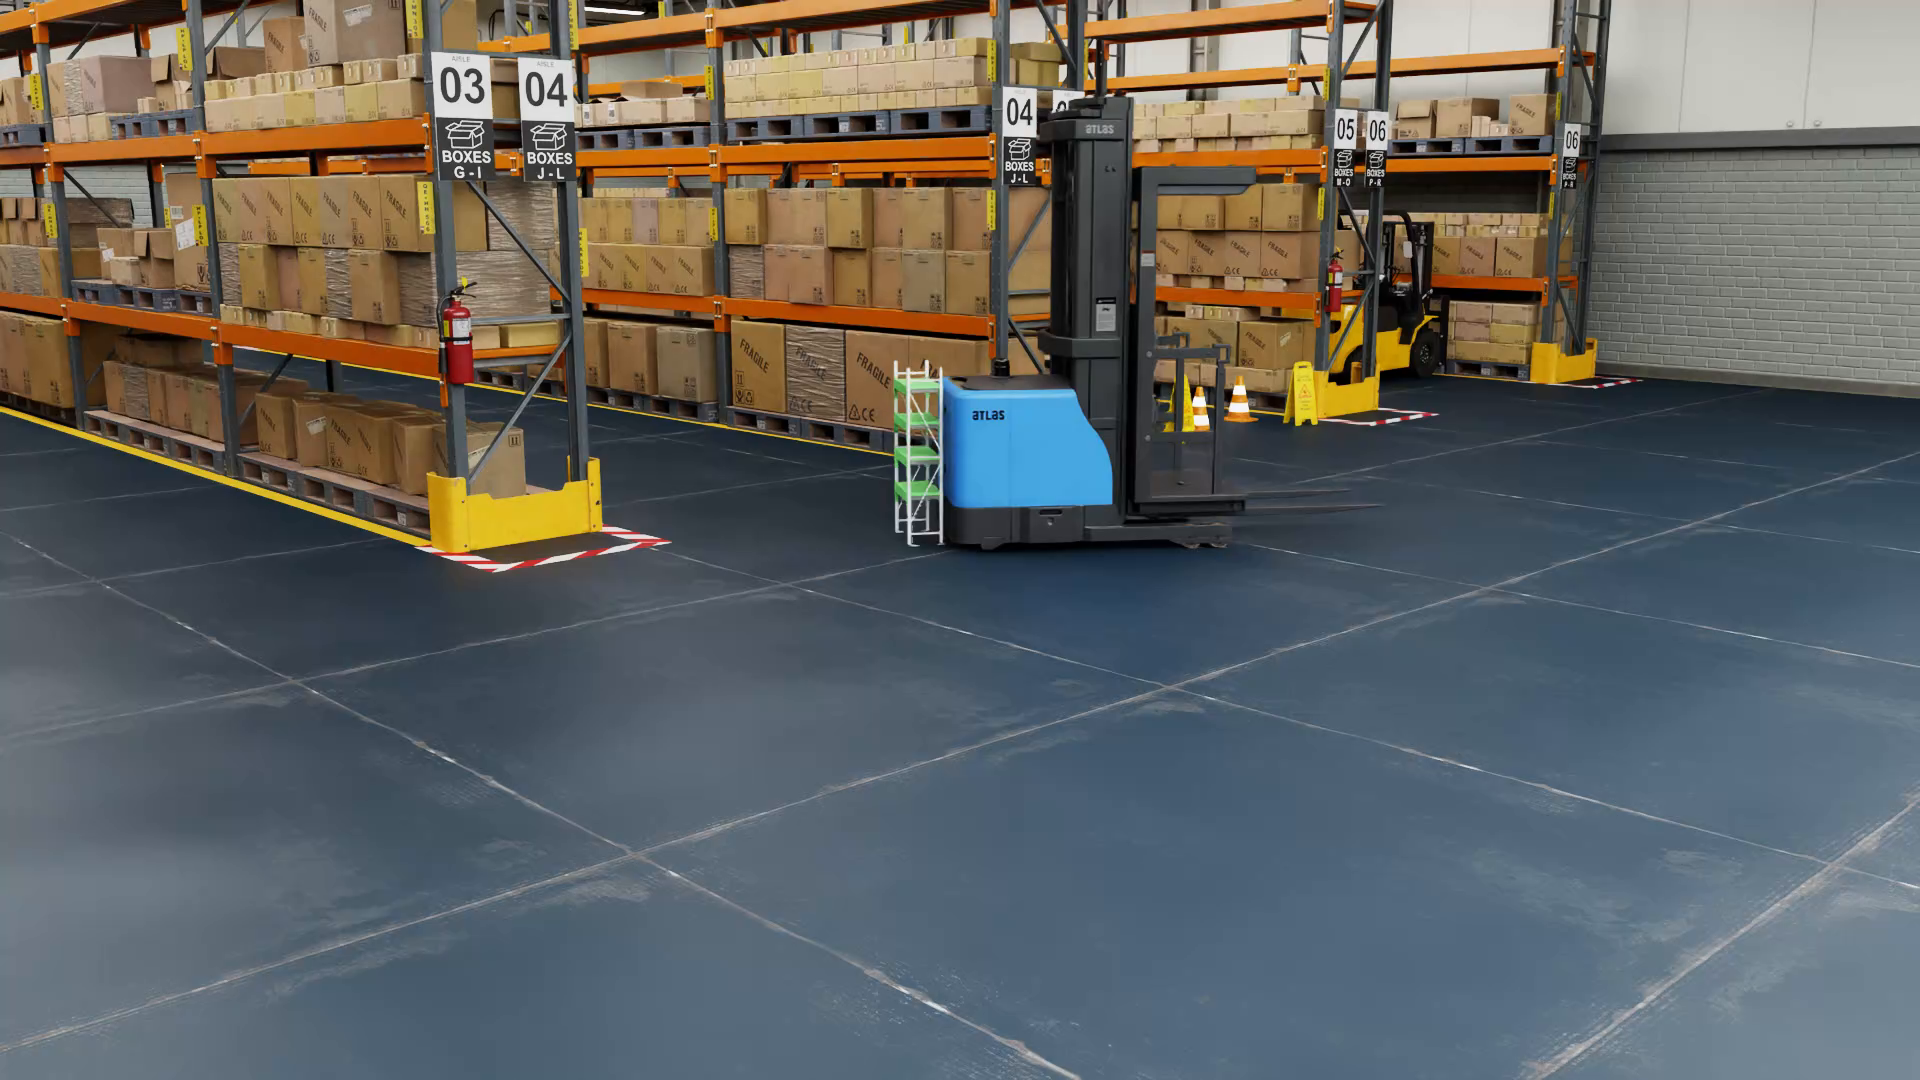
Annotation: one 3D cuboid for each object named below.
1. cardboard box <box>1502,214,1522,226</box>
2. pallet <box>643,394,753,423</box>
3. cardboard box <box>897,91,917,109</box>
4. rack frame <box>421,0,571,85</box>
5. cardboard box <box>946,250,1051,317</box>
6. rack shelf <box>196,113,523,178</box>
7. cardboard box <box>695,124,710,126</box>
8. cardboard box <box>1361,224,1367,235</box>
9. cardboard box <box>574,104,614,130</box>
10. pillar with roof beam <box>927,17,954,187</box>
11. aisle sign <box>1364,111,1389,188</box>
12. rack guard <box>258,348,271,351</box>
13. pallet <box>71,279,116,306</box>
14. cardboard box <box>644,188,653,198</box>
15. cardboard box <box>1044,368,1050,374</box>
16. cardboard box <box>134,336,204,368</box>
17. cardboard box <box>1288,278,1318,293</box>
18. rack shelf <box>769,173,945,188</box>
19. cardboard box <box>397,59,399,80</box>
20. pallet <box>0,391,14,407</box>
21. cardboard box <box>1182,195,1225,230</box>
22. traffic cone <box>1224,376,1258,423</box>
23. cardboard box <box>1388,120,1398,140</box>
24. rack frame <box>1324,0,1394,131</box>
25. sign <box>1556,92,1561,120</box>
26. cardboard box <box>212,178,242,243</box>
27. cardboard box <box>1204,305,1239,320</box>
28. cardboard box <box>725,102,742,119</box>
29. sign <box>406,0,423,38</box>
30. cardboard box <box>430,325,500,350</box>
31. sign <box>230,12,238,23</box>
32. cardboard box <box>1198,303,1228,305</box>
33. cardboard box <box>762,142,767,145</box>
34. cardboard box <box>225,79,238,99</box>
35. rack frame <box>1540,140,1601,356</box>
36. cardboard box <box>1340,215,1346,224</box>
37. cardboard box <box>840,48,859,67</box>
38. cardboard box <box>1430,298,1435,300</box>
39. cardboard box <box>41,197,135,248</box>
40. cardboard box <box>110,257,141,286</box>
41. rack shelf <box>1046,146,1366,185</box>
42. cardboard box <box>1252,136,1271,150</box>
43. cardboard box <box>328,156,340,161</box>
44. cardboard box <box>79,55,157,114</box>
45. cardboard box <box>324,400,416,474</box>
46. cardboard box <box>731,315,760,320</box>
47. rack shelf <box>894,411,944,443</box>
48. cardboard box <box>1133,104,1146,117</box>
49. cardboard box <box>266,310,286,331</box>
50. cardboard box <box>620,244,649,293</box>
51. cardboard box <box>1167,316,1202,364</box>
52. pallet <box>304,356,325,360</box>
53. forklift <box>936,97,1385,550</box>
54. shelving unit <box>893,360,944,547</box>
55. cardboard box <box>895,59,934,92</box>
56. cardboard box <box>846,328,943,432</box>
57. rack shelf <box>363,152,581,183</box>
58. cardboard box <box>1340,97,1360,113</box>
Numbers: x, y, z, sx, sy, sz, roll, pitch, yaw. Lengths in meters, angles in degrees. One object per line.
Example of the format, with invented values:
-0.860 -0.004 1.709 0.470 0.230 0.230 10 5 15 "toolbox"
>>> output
7.171 -4.113 21.348 0.380 0.149 0.250 -11 16 -42 "cardboard box"
-2.683 -1.469 18.020 1.003 0.211 1.213 -11 16 -43 "pallet"
-0.334 -3.862 14.625 0.380 0.149 0.250 -11 16 -42 "cardboard box"
-2.991 -4.411 10.520 1.000 3.000 0.127 -11 16 -43 "rack frame"
0.377 -2.270 14.626 0.875 0.550 0.550 -11 16 -43 "cardboard box"
-4.372 -2.881 12.312 1.077 0.370 4.000 -11 16 -43 "rack shelf"
-2.633 -4.520 17.815 0.250 0.149 0.380 -11 16 -43 "cardboard box"
5.708 -4.257 22.783 0.380 0.149 0.250 -11 16 -43 "cardboard box"
-4.172 -4.758 18.720 0.500 0.250 0.500 -10 16 -41 "cardboard box"
-3.466 -7.863 27.275 9.100 9.000 0.400 -11 16 -43 "pillar with roof beam"
4.444 -4.161 17.732 0.394 0.787 0.004 -11 16 -43 "aisle sign"
-10.331 -3.249 25.941 1.175 0.500 0.348 -11 16 -43 "rack guard"
-7.946 -2.457 16.379 1.213 0.211 1.003 -11 16 -43 "pallet"
-4.822 -5.553 26.599 0.380 0.149 0.250 -11 16 -42 "cardboard box"
1.133 -1.534 17.612 0.637 0.503 0.797 1 12 6 "cardboard box"
-7.657 -1.829 16.102 0.500 0.250 0.500 -9 14 -36 "cardboard box"
3.764 -2.755 17.974 0.380 0.149 0.250 -10 15 -41 "cardboard box"
-1.904 -6.706 30.876 1.077 0.370 4.000 -11 16 -43 "rack shelf"
-3.503 -3.115 11.047 0.250 0.149 0.380 11 16 43 "cardboard box"
-10.690 -1.756 19.412 1.003 0.211 1.213 -11 16 -43 "pallet"
2.895 -3.717 18.557 0.700 0.500 0.500 -11 16 -43 "cardboard box"
2.947 -1.494 17.517 0.336 0.463 0.334 -11 16 -43 "traffic cone"
5.807 -5.529 22.424 0.258 0.266 0.396 11 16 44 "cardboard box"
4.177 -5.792 17.223 1.000 3.000 0.127 -11 16 -43 "rack frame"
7.362 -5.336 20.447 0.100 0.325 0.005 -11 16 -43 "sign"
-5.626 -2.640 13.328 0.500 0.500 0.500 -11 16 -43 "cardboard box"
2.961 -2.560 18.709 0.380 0.149 0.250 -11 16 -42 "cardboard box"
-2.091 -4.233 16.425 0.380 0.149 0.250 -11 16 -43 "cardboard box"
-3.406 -3.301 10.373 0.100 0.325 0.005 -11 16 -43 "sign"
-3.337 -1.362 11.213 0.380 0.149 0.250 -11 16 -43 "cardboard box"
-10.776 -7.843 24.668 0.100 0.325 0.005 -11 16 -43 "sign"
4.103 -3.361 25.136 0.875 0.625 0.625 -11 16 -43 "cardboard box"
-2.775 -5.962 24.193 0.500 0.500 0.500 -11 16 -42 "cardboard box"
-5.518 -3.528 13.050 0.250 0.149 0.380 11 16 42 "cardboard box"
7.764 -3.546 21.189 1.000 3.000 0.127 -11 16 -43 "rack frame"
5.436 -4.493 23.191 0.380 0.149 0.250 -11 16 -44 "cardboard box"
-0.865 -4.365 15.088 0.380 0.149 0.250 -11 16 -42 "cardboard box"
6.163 -3.139 22.511 0.500 0.250 0.500 -11 16 -44 "cardboard box"
-9.009 -3.289 17.210 0.797 0.503 0.637 -10 15 -41 "cardboard box"
-7.524 -2.496 15.423 0.500 0.250 0.500 11 16 44 "cardboard box"
2.795 -4.262 19.015 1.077 0.370 4.000 -11 16 -43 "rack shelf"
3.373 -4.288 17.980 0.380 0.149 0.250 -10 15 -41 "cardboard box"
-8.491 -5.405 23.149 0.500 0.250 0.500 -11 16 -43 "cardboard box"
-7.677 -4.152 15.209 0.500 0.500 0.500 11 16 44 "cardboard box"
-4.619 -0.812 13.072 0.500 0.500 0.500 10 15 40 "cardboard box"
-2.995 -3.560 25.482 0.875 0.875 0.875 -10 15 -41 "cardboard box"
-0.284 -0.771 11.307 0.258 0.148 0.480 -2 12 -12 "rack shelf"
2.142 -4.938 19.157 0.250 0.149 0.380 11 16 43 "cardboard box"
-5.144 -1.712 12.909 0.380 0.149 0.250 -11 16 -43 "cardboard box"
-3.348 -2.968 18.137 0.500 0.500 0.500 -11 16 -42 "cardboard box"
2.728 -2.311 19.109 0.500 0.500 0.500 11 16 44 "cardboard box"
-8.957 -2.806 24.507 1.003 0.211 1.213 -11 16 -43 "pallet"
1.387 -1.482 11.342 3.031 2.935 1.130 -2 12 -8 "forklift"
-0.284 -0.598 11.342 0.258 1.200 0.503 -2 12 -12 "shelving unit"
-0.219 -4.051 14.552 0.500 0.250 0.500 -11 16 -42 "cardboard box"
-0.459 -1.532 15.639 0.875 0.875 0.875 -11 16 -43 "cardboard box"
-6.240 -4.725 21.263 1.077 0.370 4.000 -11 16 -43 "rack shelf"
4.079 -4.671 17.861 0.380 0.149 0.250 -11 16 -43 "cardboard box"
